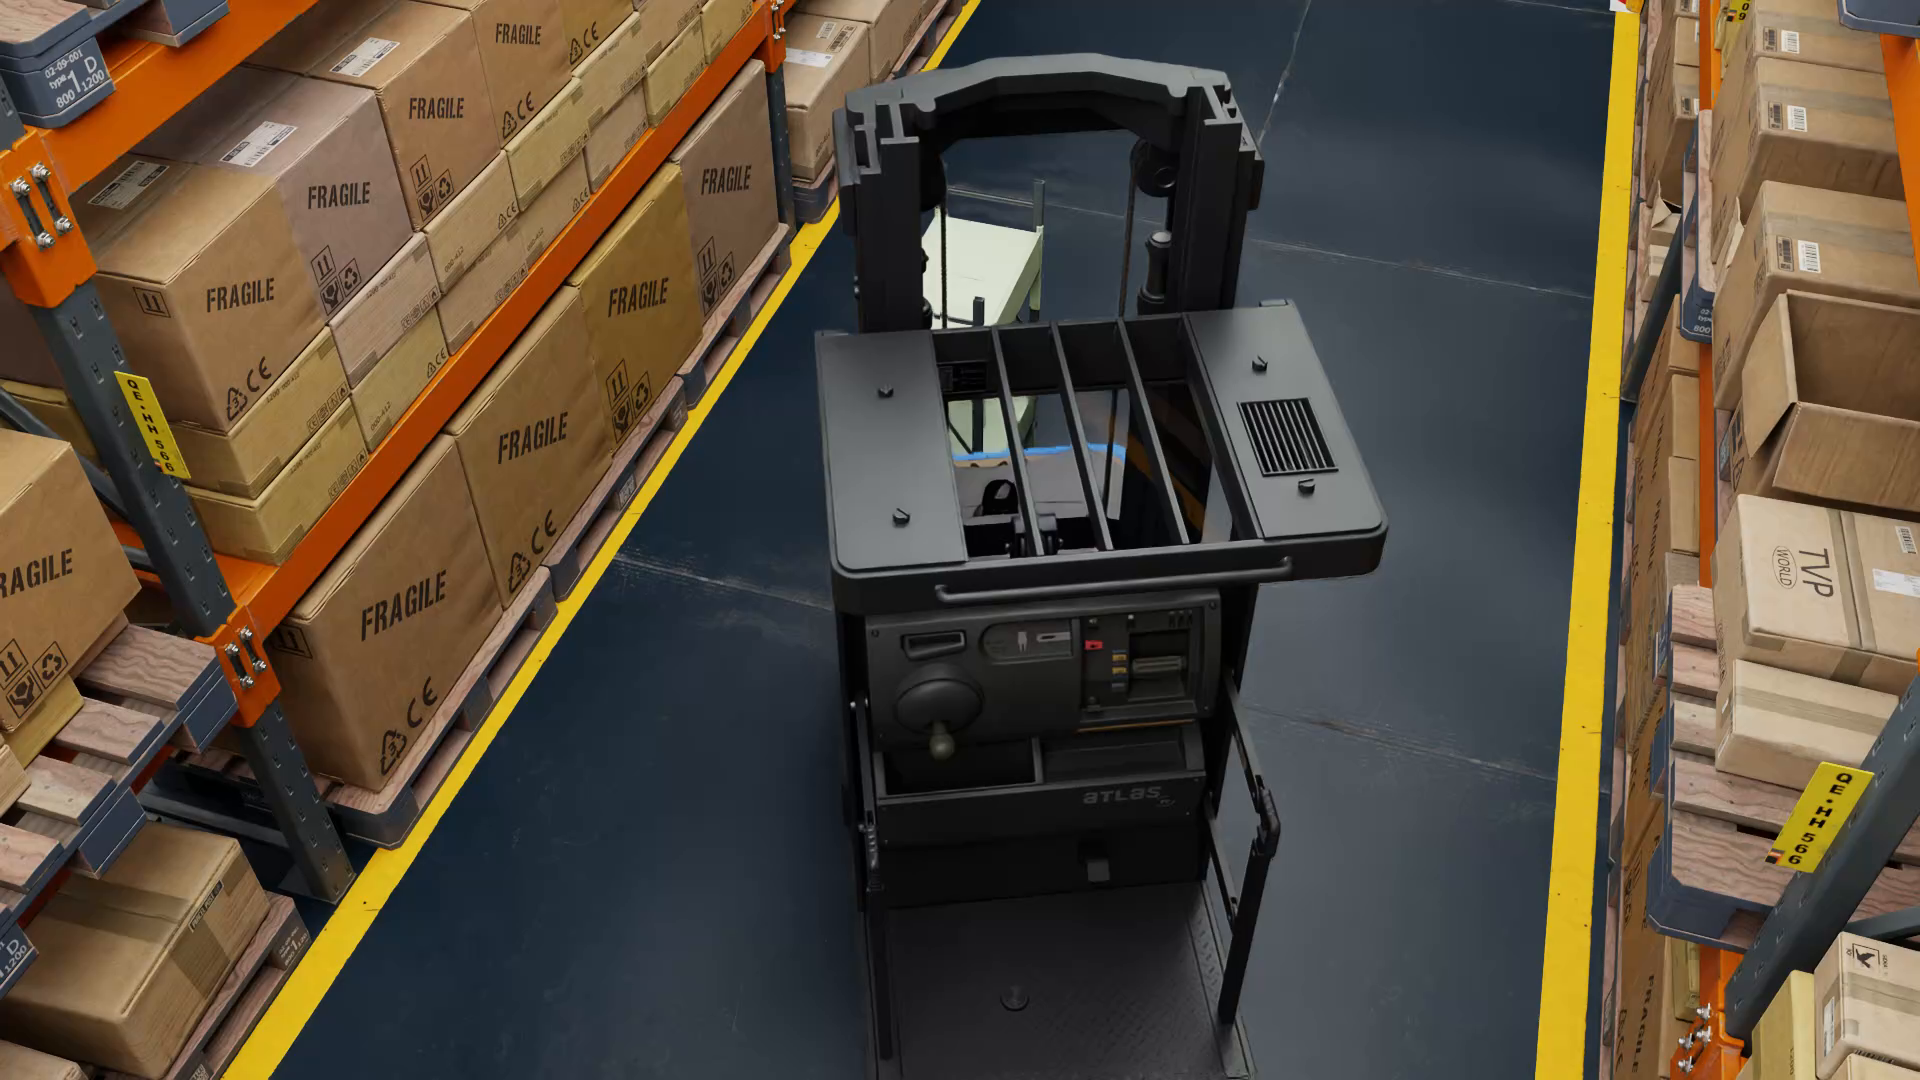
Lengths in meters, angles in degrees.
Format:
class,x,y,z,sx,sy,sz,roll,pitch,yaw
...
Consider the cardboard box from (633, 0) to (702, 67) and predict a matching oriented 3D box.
class,x,y,z,sx,sy,sz,roll,pitch,yaw
cardboard box,-1.356,-2.116,6.517,0.500,0.250,0.500,14,46,13

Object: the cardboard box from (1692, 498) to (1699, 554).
class,x,y,z,sx,sy,sz,roll,pitch,yaw
cardboard box,2.723,-0.044,5.674,0.380,0.149,0.250,14,46,14

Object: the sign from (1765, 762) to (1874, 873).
class,x,y,z,sx,sy,sz,roll,pitch,yaw
sign,1.690,0.550,3.272,0.100,0.325,0.005,13,46,13

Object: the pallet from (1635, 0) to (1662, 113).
class,x,y,z,sx,sy,sz,roll,pitch,yaw
pallet,4.369,-2.709,9.368,1.003,0.211,1.213,13,46,13

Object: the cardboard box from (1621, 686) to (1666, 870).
class,x,y,z,sx,sy,sz,roll,pitch,yaw
cardboard box,2.451,0.779,5.296,0.500,0.500,0.500,14,46,14

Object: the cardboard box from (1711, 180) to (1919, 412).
class,x,y,z,sx,sy,sz,roll,pitch,yaw
cardboard box,2.667,-0.664,4.912,0.700,0.500,0.500,12,46,12

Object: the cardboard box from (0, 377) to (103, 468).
class,x,y,z,sx,sy,sz,roll,pitch,yaw
cardboard box,-2.617,-0.506,4.872,0.500,0.250,0.500,12,46,12

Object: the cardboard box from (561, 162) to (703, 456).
class,x,y,z,sx,sy,sz,roll,pitch,yaw
cardboard box,-1.688,-1.027,6.874,0.875,0.875,0.875,14,46,14

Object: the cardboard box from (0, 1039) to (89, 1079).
class,x,y,z,sx,sy,sz,roll,pitch,yaw
cardboard box,-2.918,1.653,4.495,0.950,0.372,0.625,12,46,12

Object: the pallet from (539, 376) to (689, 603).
class,x,y,z,sx,sy,sz,roll,pitch,yaw
pallet,-1.840,-0.328,6.934,1.003,0.211,1.213,13,46,13

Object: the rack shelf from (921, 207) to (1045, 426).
class,x,y,z,sx,sy,sz,roll,pitch,yaw
rack shelf,-0.002,-0.811,5.948,0.431,0.370,0.720,13,46,12

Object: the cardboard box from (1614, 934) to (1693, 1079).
class,x,y,z,sx,sy,sz,roll,pitch,yaw
cardboard box,2.133,1.460,4.600,0.500,0.500,0.500,14,46,14

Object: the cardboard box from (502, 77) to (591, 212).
class,x,y,z,sx,sy,sz,roll,pitch,yaw
cardboard box,-1.646,-1.424,5.811,0.500,0.250,0.500,13,46,13

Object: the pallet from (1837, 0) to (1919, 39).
class,x,y,z,sx,sy,sz,roll,pitch,yaw
pallet,2.846,-1.515,4.143,1.213,0.211,1.003,13,46,13

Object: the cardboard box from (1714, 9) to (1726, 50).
class,x,y,z,sx,sy,sz,roll,pitch,yaw
cardboard box,3.391,-2.155,6.987,0.380,0.149,0.250,14,46,14

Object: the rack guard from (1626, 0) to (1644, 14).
class,x,y,z,sx,sy,sz,roll,pitch,yaw
rack guard,4.610,-3.344,9.810,1.175,0.500,0.348,13,46,13

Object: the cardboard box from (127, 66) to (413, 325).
class,x,y,z,sx,sy,sz,roll,pitch,yaw
cardboard box,-1.998,-1.007,4.848,0.500,0.500,0.500,13,46,13

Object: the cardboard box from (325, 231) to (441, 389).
class,x,y,z,sx,sy,sz,roll,pitch,yaw
cardboard box,-1.975,-0.759,5.131,0.500,0.250,0.500,14,46,13

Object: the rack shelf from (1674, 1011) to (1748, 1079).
class,x,y,z,sx,sy,sz,roll,pitch,yaw
rack shelf,1.604,2.635,2.427,1.077,0.370,4.000,13,46,13

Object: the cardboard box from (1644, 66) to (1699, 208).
class,x,y,z,sx,sy,sz,roll,pitch,yaw
cardboard box,3.747,-1.904,8.038,0.700,0.500,0.500,11,45,11

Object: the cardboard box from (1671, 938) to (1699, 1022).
class,x,y,z,sx,sy,sz,roll,pitch,yaw
cardboard box,2.118,1.173,4.430,0.380,0.149,0.250,10,45,11

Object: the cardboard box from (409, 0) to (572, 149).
class,x,y,z,sx,sy,sz,roll,pitch,yaw
cardboard box,-1.671,-1.684,5.540,0.500,0.500,0.500,13,46,13

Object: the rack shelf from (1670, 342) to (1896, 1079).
class,x,y,z,sx,sy,sz,roll,pitch,yaw
rack shelf,2.816,-0.032,5.152,1.077,0.370,4.000,13,46,13

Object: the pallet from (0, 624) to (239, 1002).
class,x,y,z,sx,sy,sz,roll,pitch,yaw
pallet,-2.636,0.562,4.169,1.213,0.211,1.003,13,46,13

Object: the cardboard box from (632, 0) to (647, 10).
class,x,y,z,sx,sy,sz,roll,pitch,yaw
cardboard box,-1.356,-2.366,6.237,0.500,0.500,0.500,13,46,13

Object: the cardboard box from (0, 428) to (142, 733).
class,x,y,z,sx,sy,sz,roll,pitch,yaw
cardboard box,-2.394,0.065,3.954,0.500,0.500,0.500,11,46,11

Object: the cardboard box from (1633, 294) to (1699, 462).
class,x,y,z,sx,sy,sz,roll,pitch,yaw
cardboard box,3.060,-0.604,6.709,0.500,0.500,0.500,14,46,14

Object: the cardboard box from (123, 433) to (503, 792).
class,x,y,z,sx,sy,sz,roll,pitch,yaw
cardboard box,-2.233,0.162,5.659,0.875,0.875,0.875,12,46,12

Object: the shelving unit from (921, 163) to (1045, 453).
class,x,y,z,sx,sy,sz,roll,pitch,yaw
shelving unit,-0.002,-0.532,6.221,0.431,1.500,0.755,13,46,12

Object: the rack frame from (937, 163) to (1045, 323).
class,x,y,z,sx,sy,sz,roll,pitch,yaw
rack frame,0.109,-0.776,6.470,0.400,1.500,0.023,13,46,12

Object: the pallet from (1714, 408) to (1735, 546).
class,x,y,z,sx,sy,sz,roll,pitch,yaw
pallet,2.795,-0.184,4.931,1.003,0.211,1.213,13,46,13

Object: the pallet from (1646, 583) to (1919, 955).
class,x,y,z,sx,sy,sz,roll,pitch,yaw
pallet,2.348,0.646,4.082,1.213,0.211,1.003,13,46,13

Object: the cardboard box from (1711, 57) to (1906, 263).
class,x,y,z,sx,sy,sz,roll,pitch,yaw
cardboard box,2.905,-1.187,5.447,0.700,0.500,0.500,13,46,13

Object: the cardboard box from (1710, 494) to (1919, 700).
class,x,y,z,sx,sy,sz,roll,pitch,yaw
cardboard box,2.221,0.176,4.232,0.500,0.250,0.500,11,45,11

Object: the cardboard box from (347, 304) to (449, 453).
class,x,y,z,sx,sy,sz,roll,pitch,yaw
cardboard box,-1.995,-0.570,5.295,0.500,0.250,0.500,11,46,11

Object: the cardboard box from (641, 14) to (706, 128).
class,x,y,z,sx,sy,sz,roll,pitch,yaw
cardboard box,-1.361,-1.926,6.680,0.500,0.250,0.500,12,46,12

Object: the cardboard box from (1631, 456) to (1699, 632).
class,x,y,z,sx,sy,sz,roll,pitch,yaw
cardboard box,2.753,0.085,6.006,0.500,0.500,0.500,11,45,11

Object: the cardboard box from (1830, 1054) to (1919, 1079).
class,x,y,z,sx,sy,sz,roll,pitch,yaw
cardboard box,1.753,1.105,2.941,0.380,0.149,0.250,13,46,13

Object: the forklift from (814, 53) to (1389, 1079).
class,x,y,z,sx,sy,sz,roll,pitch,yaw
forklift,0.249,0.444,4.201,1.130,2.935,3.031,-4,45,-5

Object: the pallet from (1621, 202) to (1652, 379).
class,x,y,z,sx,sy,sz,roll,pitch,yaw
pallet,3.630,-1.083,7.706,1.003,0.211,1.213,13,46,13

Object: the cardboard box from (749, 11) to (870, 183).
class,x,y,z,sx,sy,sz,roll,pitch,yaw
cardboard box,-1.018,-2.301,8.488,0.875,0.438,0.875,12,46,12

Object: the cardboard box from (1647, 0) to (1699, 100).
class,x,y,z,sx,sy,sz,roll,pitch,yaw
cardboard box,4.061,-2.596,8.745,0.700,0.500,0.500,14,46,14

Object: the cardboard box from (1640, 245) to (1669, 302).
class,x,y,z,sx,sy,sz,roll,pitch,yaw
cardboard box,3.310,-1.187,7.556,0.380,0.149,0.250,11,45,11

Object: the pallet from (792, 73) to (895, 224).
class,x,y,z,sx,sy,sz,roll,pitch,yaw
pallet,-1.006,-2.164,8.811,1.003,0.211,1.213,13,46,13

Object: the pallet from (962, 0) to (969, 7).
class,x,y,z,sx,sy,sz,roll,pitch,yaw
pallet,-0.267,-3.791,10.473,1.003,0.211,1.213,13,46,13

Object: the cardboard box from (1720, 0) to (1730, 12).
class,x,y,z,sx,sy,sz,roll,pitch,yaw
cardboard box,3.481,-2.403,6.955,0.500,0.250,0.500,13,46,13

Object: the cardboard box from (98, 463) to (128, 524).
class,x,y,z,sx,sy,sz,roll,pitch,yaw
cardboard box,-2.616,-0.343,5.063,0.500,0.250,0.500,11,45,11

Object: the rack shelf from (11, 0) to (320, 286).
class,x,y,z,sx,sy,sz,roll,pitch,yaw
rack shelf,-1.916,-2.153,5.175,1.077,0.370,4.000,13,46,13

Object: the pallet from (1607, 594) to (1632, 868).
class,x,y,z,sx,sy,sz,roll,pitch,yaw
pallet,2.843,0.741,5.842,1.003,0.211,1.213,13,46,13

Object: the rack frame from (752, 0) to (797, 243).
class,x,y,z,sx,sy,sz,roll,pitch,yaw
rack frame,-1.310,-2.671,7.335,1.000,3.000,0.127,13,46,13

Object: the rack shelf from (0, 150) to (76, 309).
class,x,y,z,sx,sy,sz,roll,pitch,yaw
rack shelf,-3.127,0.514,2.450,1.077,0.370,4.000,13,46,13

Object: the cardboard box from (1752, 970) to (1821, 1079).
class,x,y,z,sx,sy,sz,roll,pitch,yaw
cardboard box,1.819,1.158,3.172,0.500,0.250,0.500,12,46,12

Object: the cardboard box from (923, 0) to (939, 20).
class,x,y,z,sx,sy,sz,roll,pitch,yaw
cardboard box,-0.473,-3.498,9.712,0.875,0.438,0.875,14,46,14

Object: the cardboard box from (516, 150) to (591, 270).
class,x,y,z,sx,sy,sz,roll,pitch,yaw
cardboard box,-1.685,-1.248,5.988,0.500,0.250,0.500,13,46,13

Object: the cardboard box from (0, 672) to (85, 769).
class,x,y,z,sx,sy,sz,roll,pitch,yaw
cardboard box,-2.409,0.398,4.078,0.380,0.149,0.250,13,46,13
